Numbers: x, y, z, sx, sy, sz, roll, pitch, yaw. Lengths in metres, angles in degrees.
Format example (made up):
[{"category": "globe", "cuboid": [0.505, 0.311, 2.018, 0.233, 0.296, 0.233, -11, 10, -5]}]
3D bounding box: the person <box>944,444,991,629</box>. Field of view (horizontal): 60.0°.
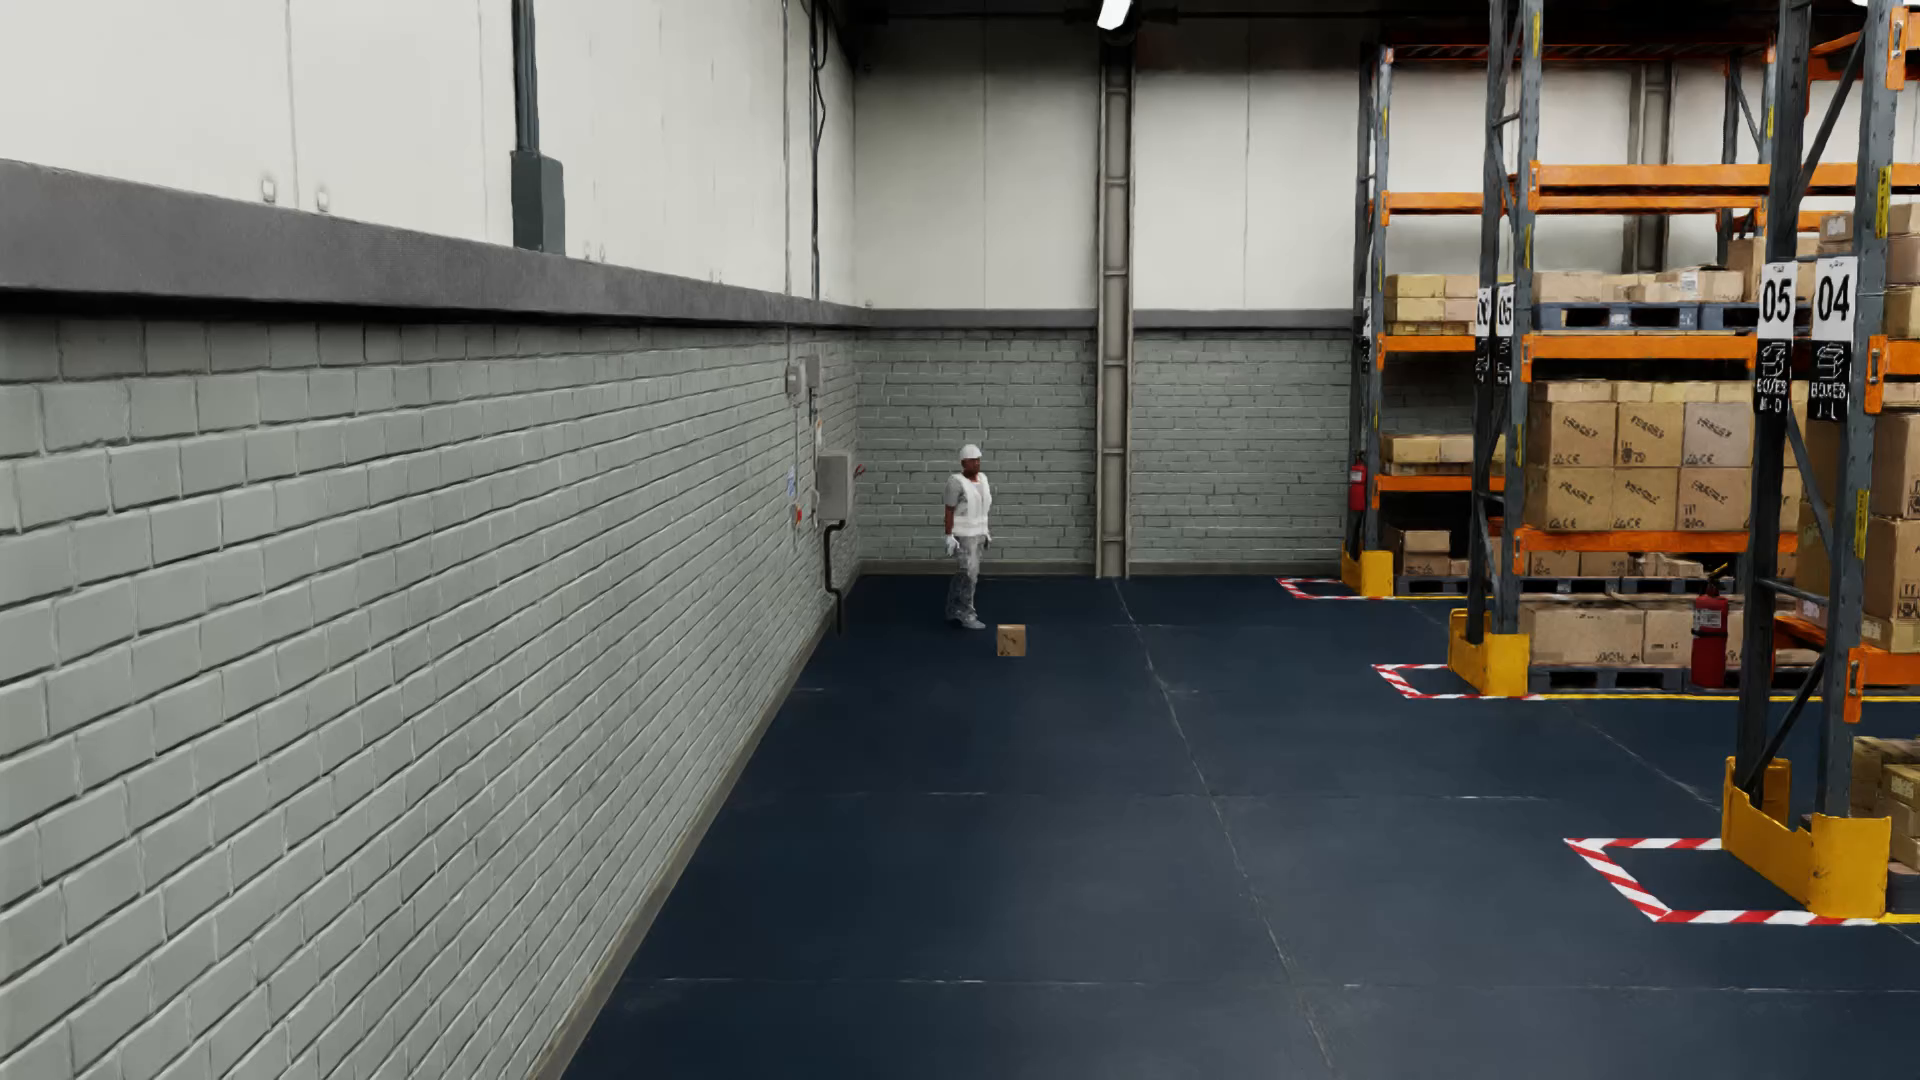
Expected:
[{"category": "person", "cuboid": [0.060, -0.047, 16.075, 0.587, 1.776, 0.585, 5, 9, 35]}]
